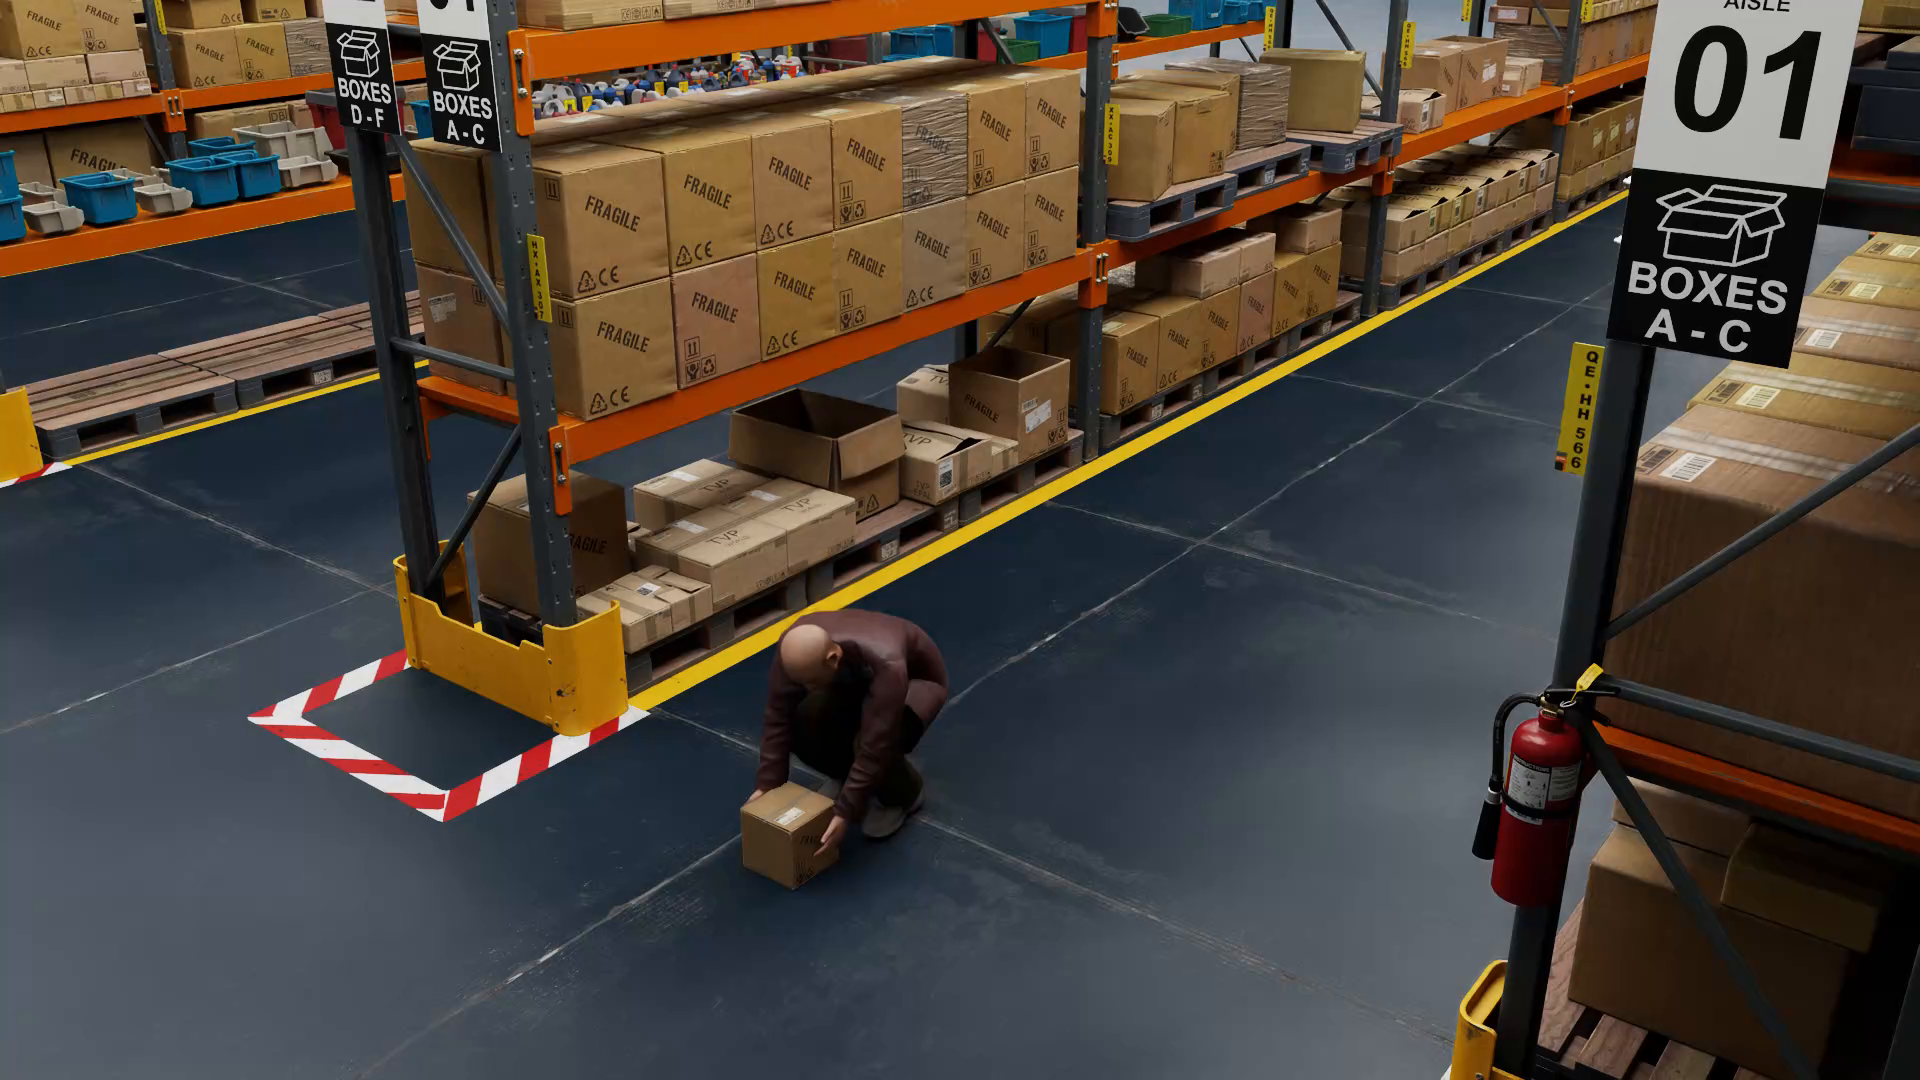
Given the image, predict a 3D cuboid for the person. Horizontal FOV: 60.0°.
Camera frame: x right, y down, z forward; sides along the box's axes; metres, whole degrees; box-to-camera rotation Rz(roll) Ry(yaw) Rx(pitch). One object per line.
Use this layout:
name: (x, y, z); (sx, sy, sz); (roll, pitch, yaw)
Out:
person: (-0.386, 0.632, 6.178); (0.609, 0.964, 0.900); (16, 28, 33)
